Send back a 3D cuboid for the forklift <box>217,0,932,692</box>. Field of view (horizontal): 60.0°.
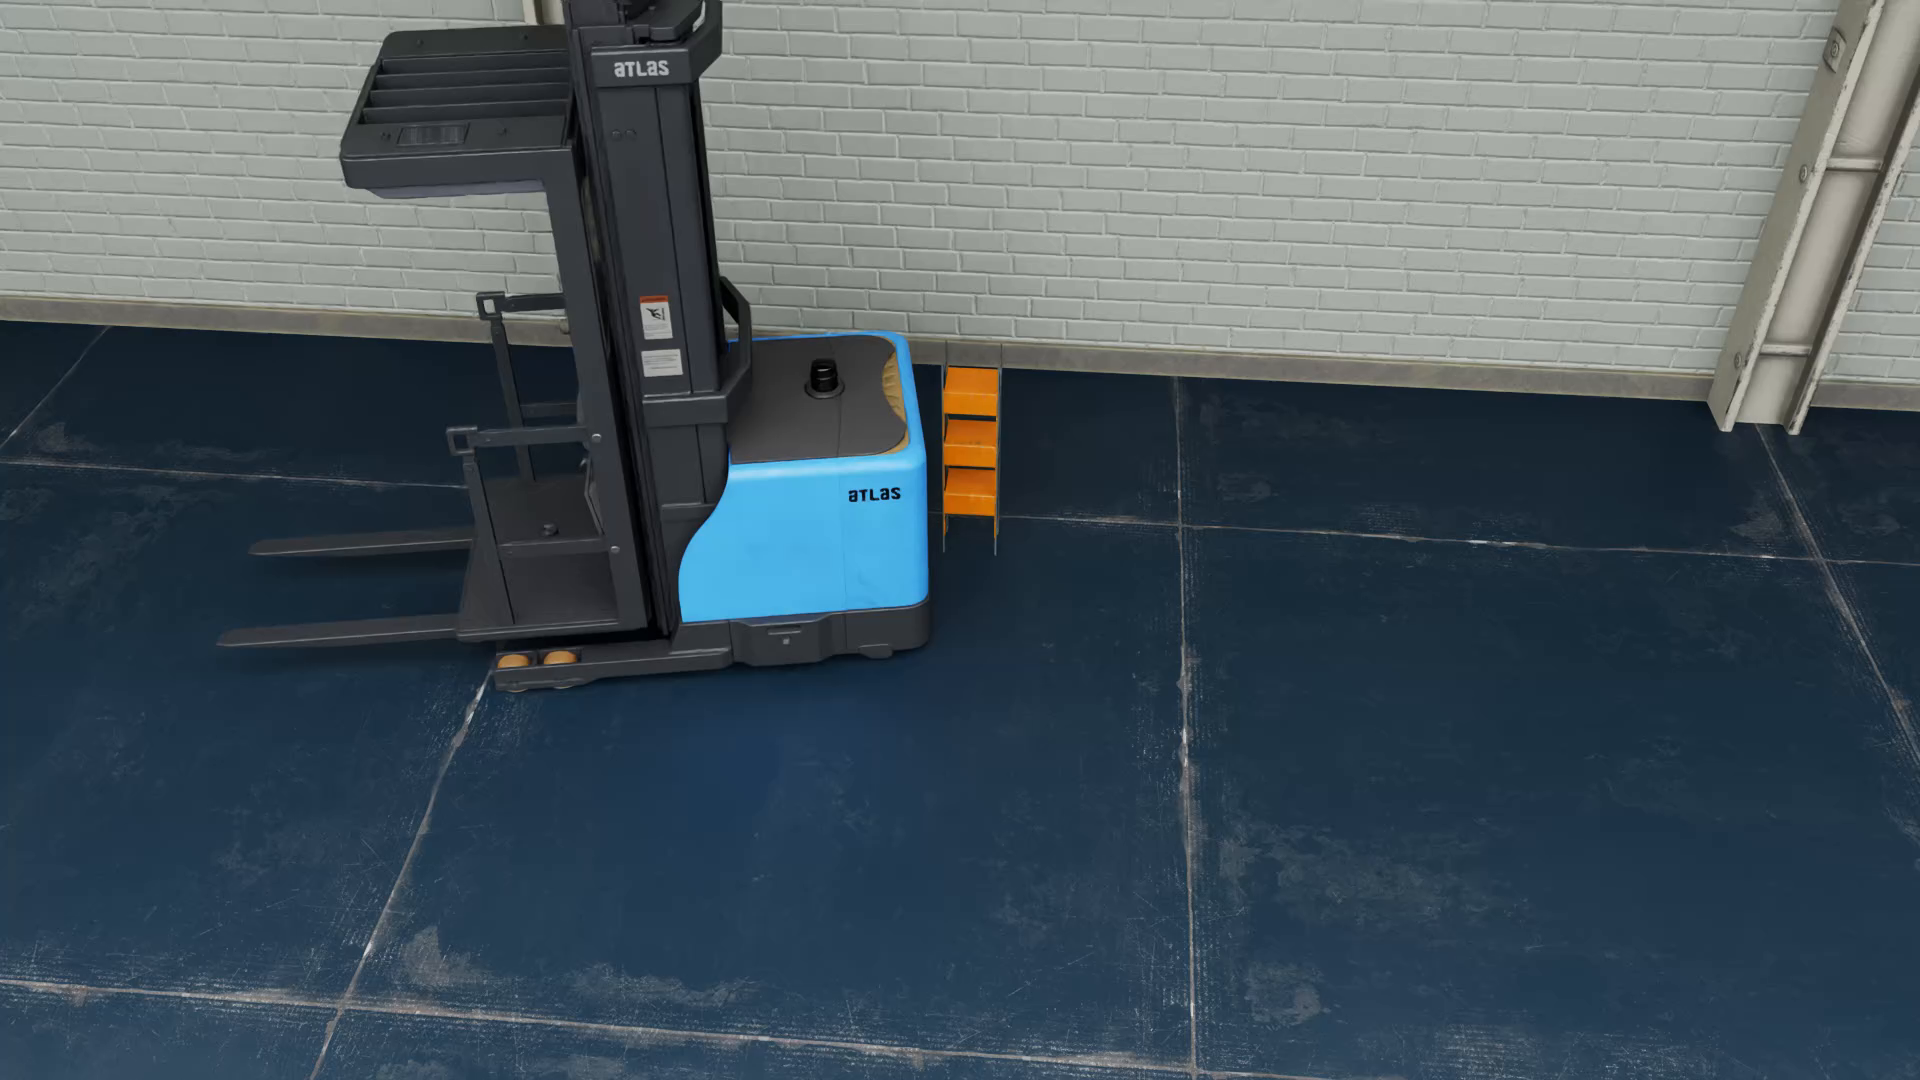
[{"bbox_3d":[-1.675,-0.838,6.628,3.031,2.935,1.130,-4,39,-5],"label":"forklift"}]

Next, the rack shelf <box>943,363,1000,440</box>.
[{"bbox_3d":[0.053,-0.616,7.413,0.240,0.259,0.215,3,39,4],"label":"rack shelf"}]

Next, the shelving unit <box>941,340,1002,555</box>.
[{"bbox_3d":[0.053,-0.404,7.585,0.252,1.050,0.215,3,39,4],"label":"shelving unit"}]

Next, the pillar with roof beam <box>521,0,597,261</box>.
[{"bbox_3d":[-2.198,-1.761,2.955,0.400,9.000,9.100,3,39,4],"label":"pillar with roof beam"}]

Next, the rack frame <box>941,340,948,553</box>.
[{"bbox_3d":[-0.068,-0.411,7.594,0.008,1.050,0.200,3,39,4],"label":"rack frame"}]

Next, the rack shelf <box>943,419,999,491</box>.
[{"bbox_3d":[0.053,-0.396,7.592,0.240,0.259,0.215,3,39,4],"label":"rack shelf"}]

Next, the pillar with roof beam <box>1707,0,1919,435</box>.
[{"bbox_3d":[3.780,-1.434,2.553,0.400,9.000,9.100,3,39,4],"label":"pillar with roof beam"}]

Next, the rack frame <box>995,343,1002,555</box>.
[{"bbox_3d":[0.175,-0.398,7.577,0.008,1.050,0.200,3,39,4],"label":"rack frame"}]

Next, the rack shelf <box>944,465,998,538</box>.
[{"bbox_3d":[0.053,-0.180,7.768,0.240,0.259,0.215,3,39,4],"label":"rack shelf"}]
